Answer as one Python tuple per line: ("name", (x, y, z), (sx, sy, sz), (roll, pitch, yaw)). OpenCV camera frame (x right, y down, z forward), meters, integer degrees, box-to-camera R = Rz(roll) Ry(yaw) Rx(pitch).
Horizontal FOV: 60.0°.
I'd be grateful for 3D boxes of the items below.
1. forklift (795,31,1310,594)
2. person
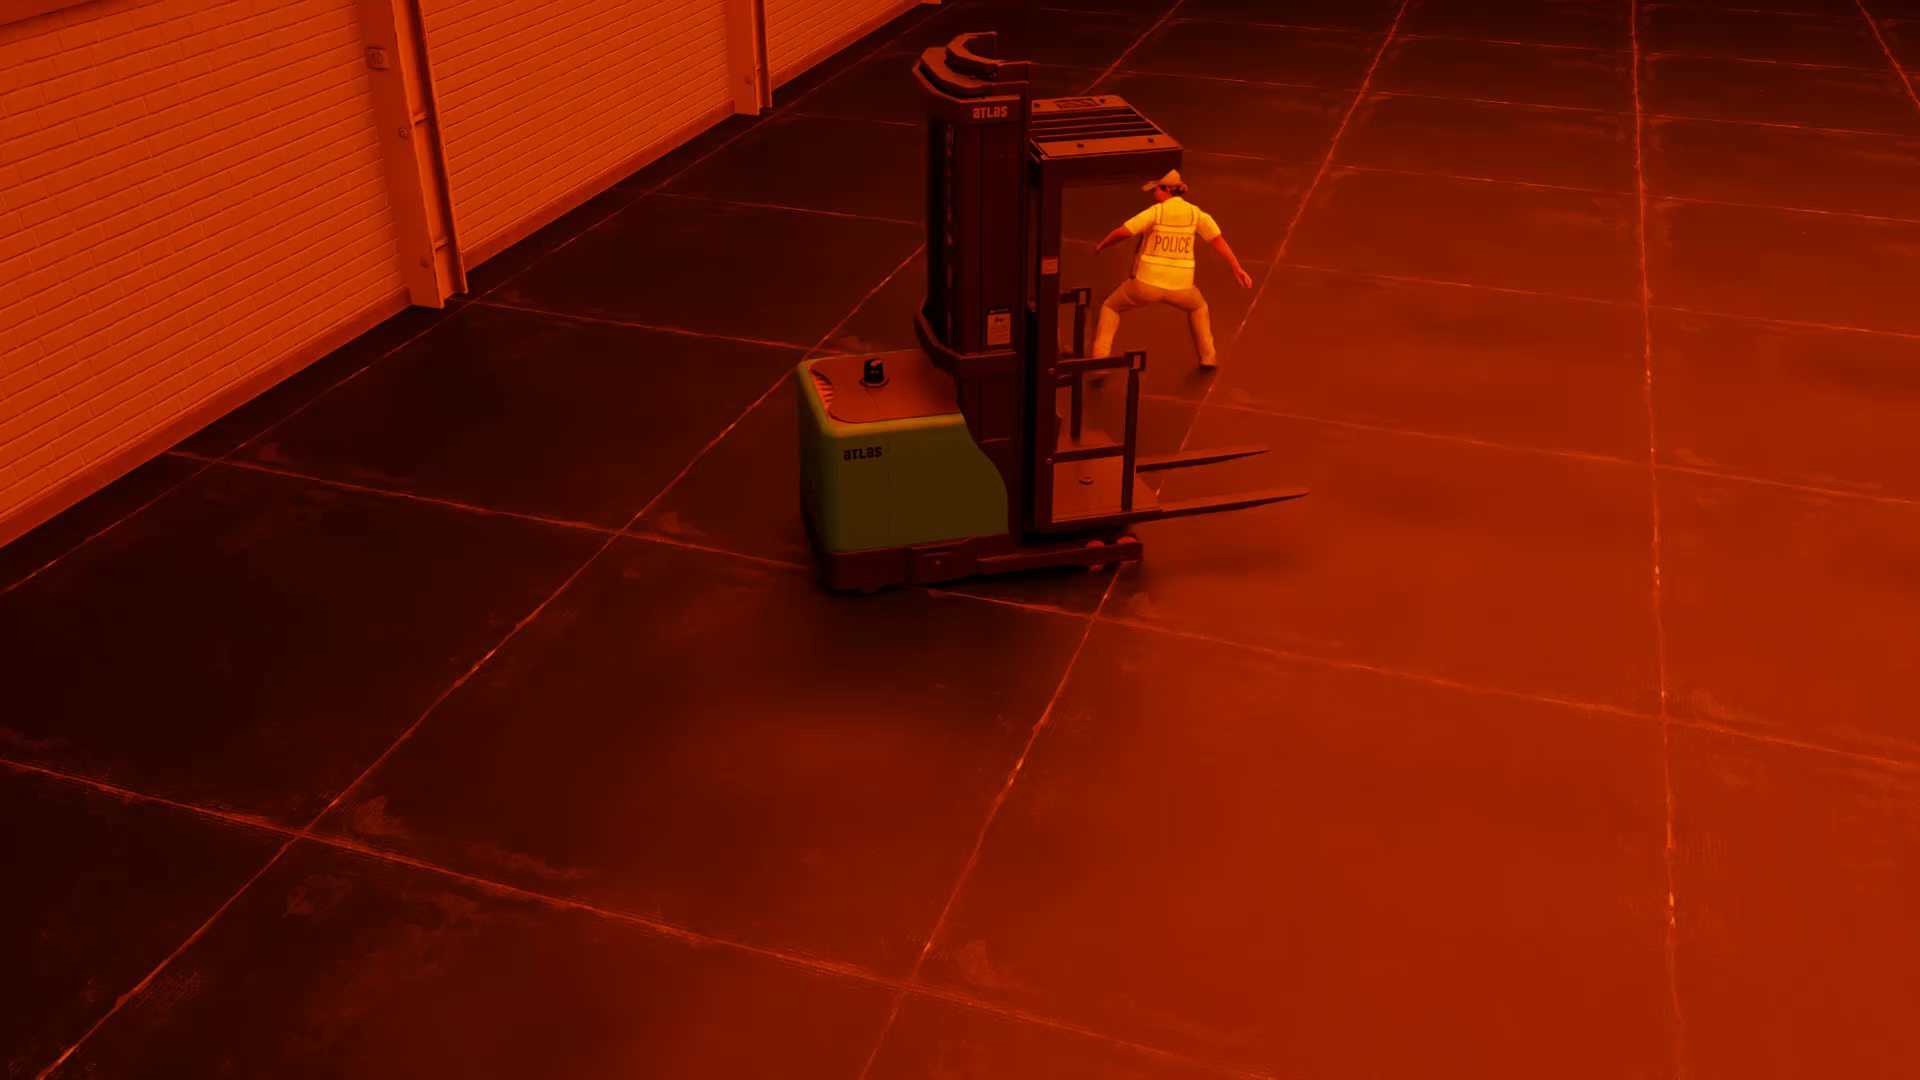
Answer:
("forklift", (0.592, -1.347, 9.500), (3.031, 2.935, 1.130), (-7, 30, -12))
("person", (1.496, -1.855, 11.924), (1.125, 1.593, 0.526), (-1, 30, -2))
